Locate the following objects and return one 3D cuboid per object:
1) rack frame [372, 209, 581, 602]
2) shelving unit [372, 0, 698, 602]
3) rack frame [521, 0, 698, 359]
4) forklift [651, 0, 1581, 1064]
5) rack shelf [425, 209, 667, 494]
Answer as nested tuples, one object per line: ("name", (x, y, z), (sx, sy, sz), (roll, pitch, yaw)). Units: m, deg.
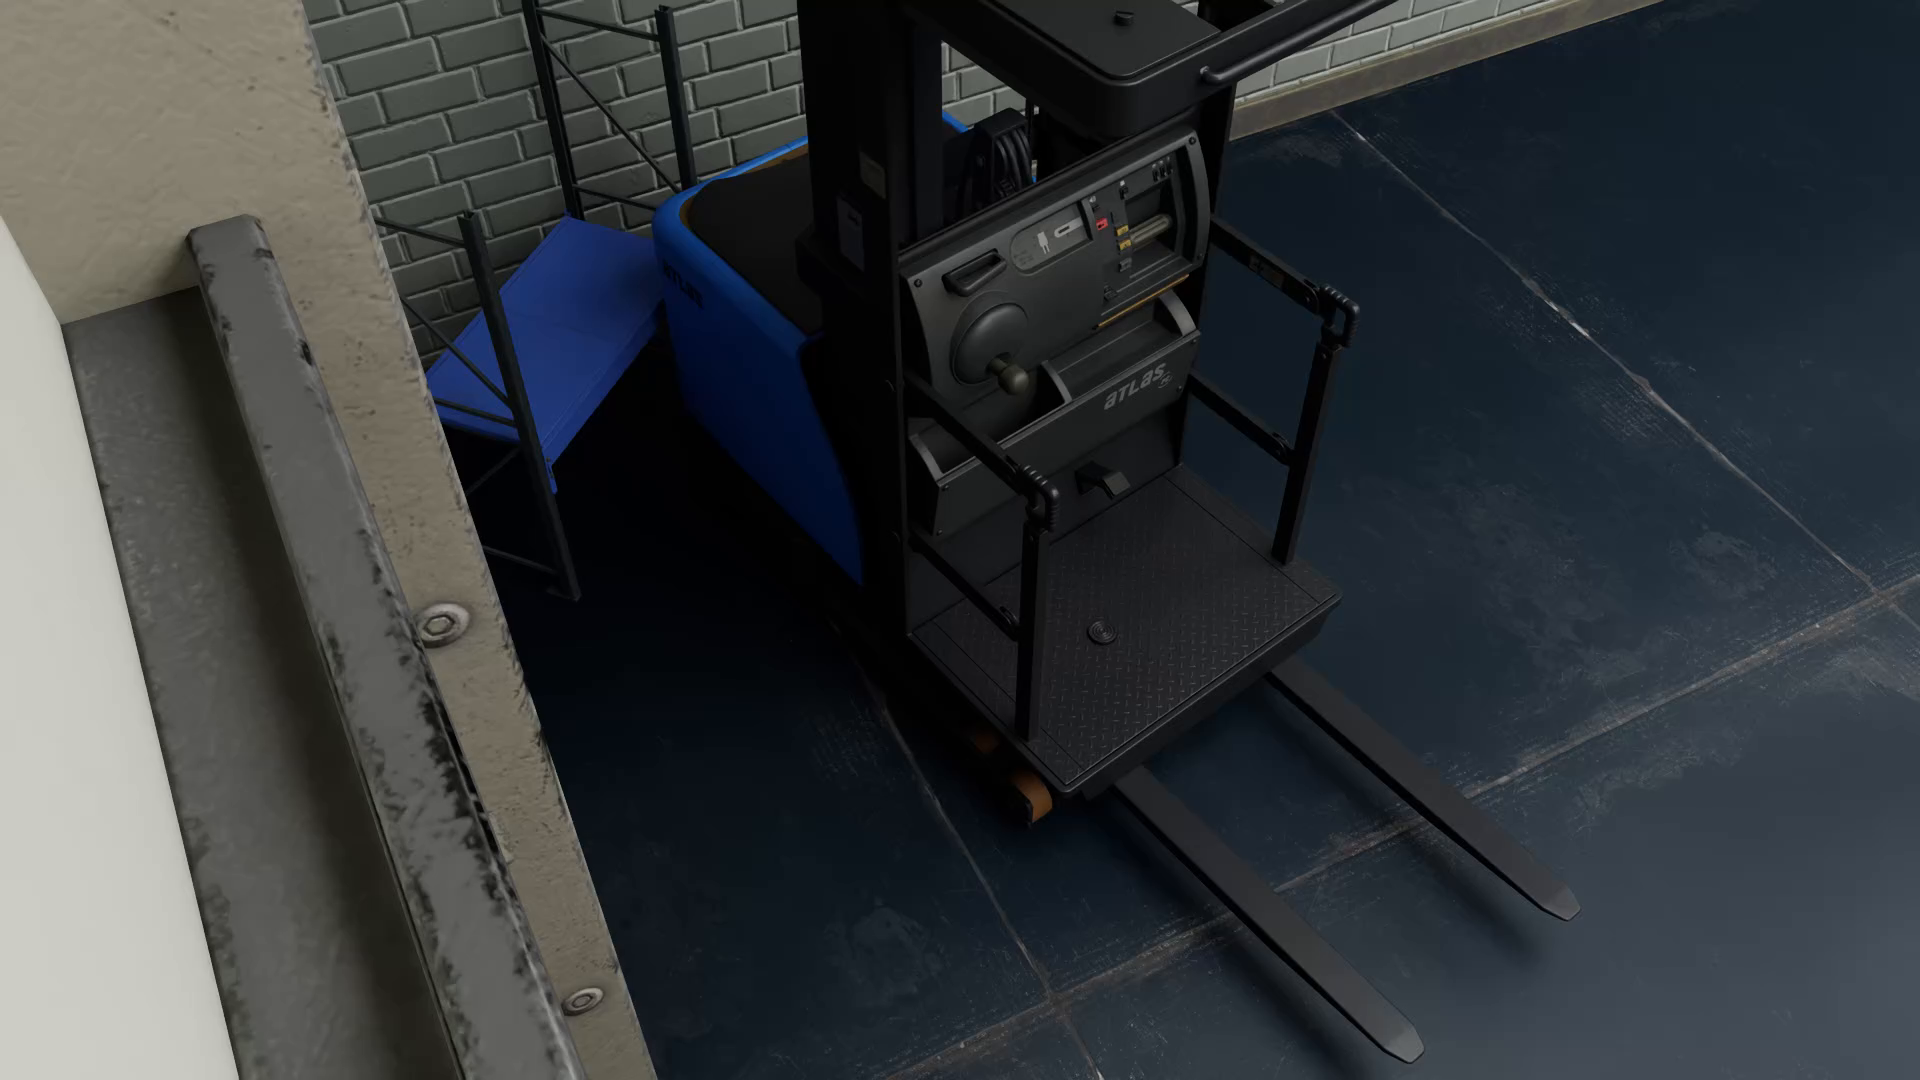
("rack frame", (-1.436, -0.378, 4.751), (0.500, 1.500, 0.032), (17, 51, 14))
("shelving unit", (-1.248, -0.733, 5.062), (0.538, 1.500, 1.048), (17, 51, 14))
("rack frame", (-1.061, -1.089, 5.373), (0.500, 1.500, 0.032), (17, 51, 14))
("forklift", (0.395, -0.596, 3.992), (1.130, 2.935, 3.031), (-31, 56, -24))
("rack shelf", (-1.248, -0.615, 5.198), (0.538, 0.185, 1.000), (17, 51, 14))
